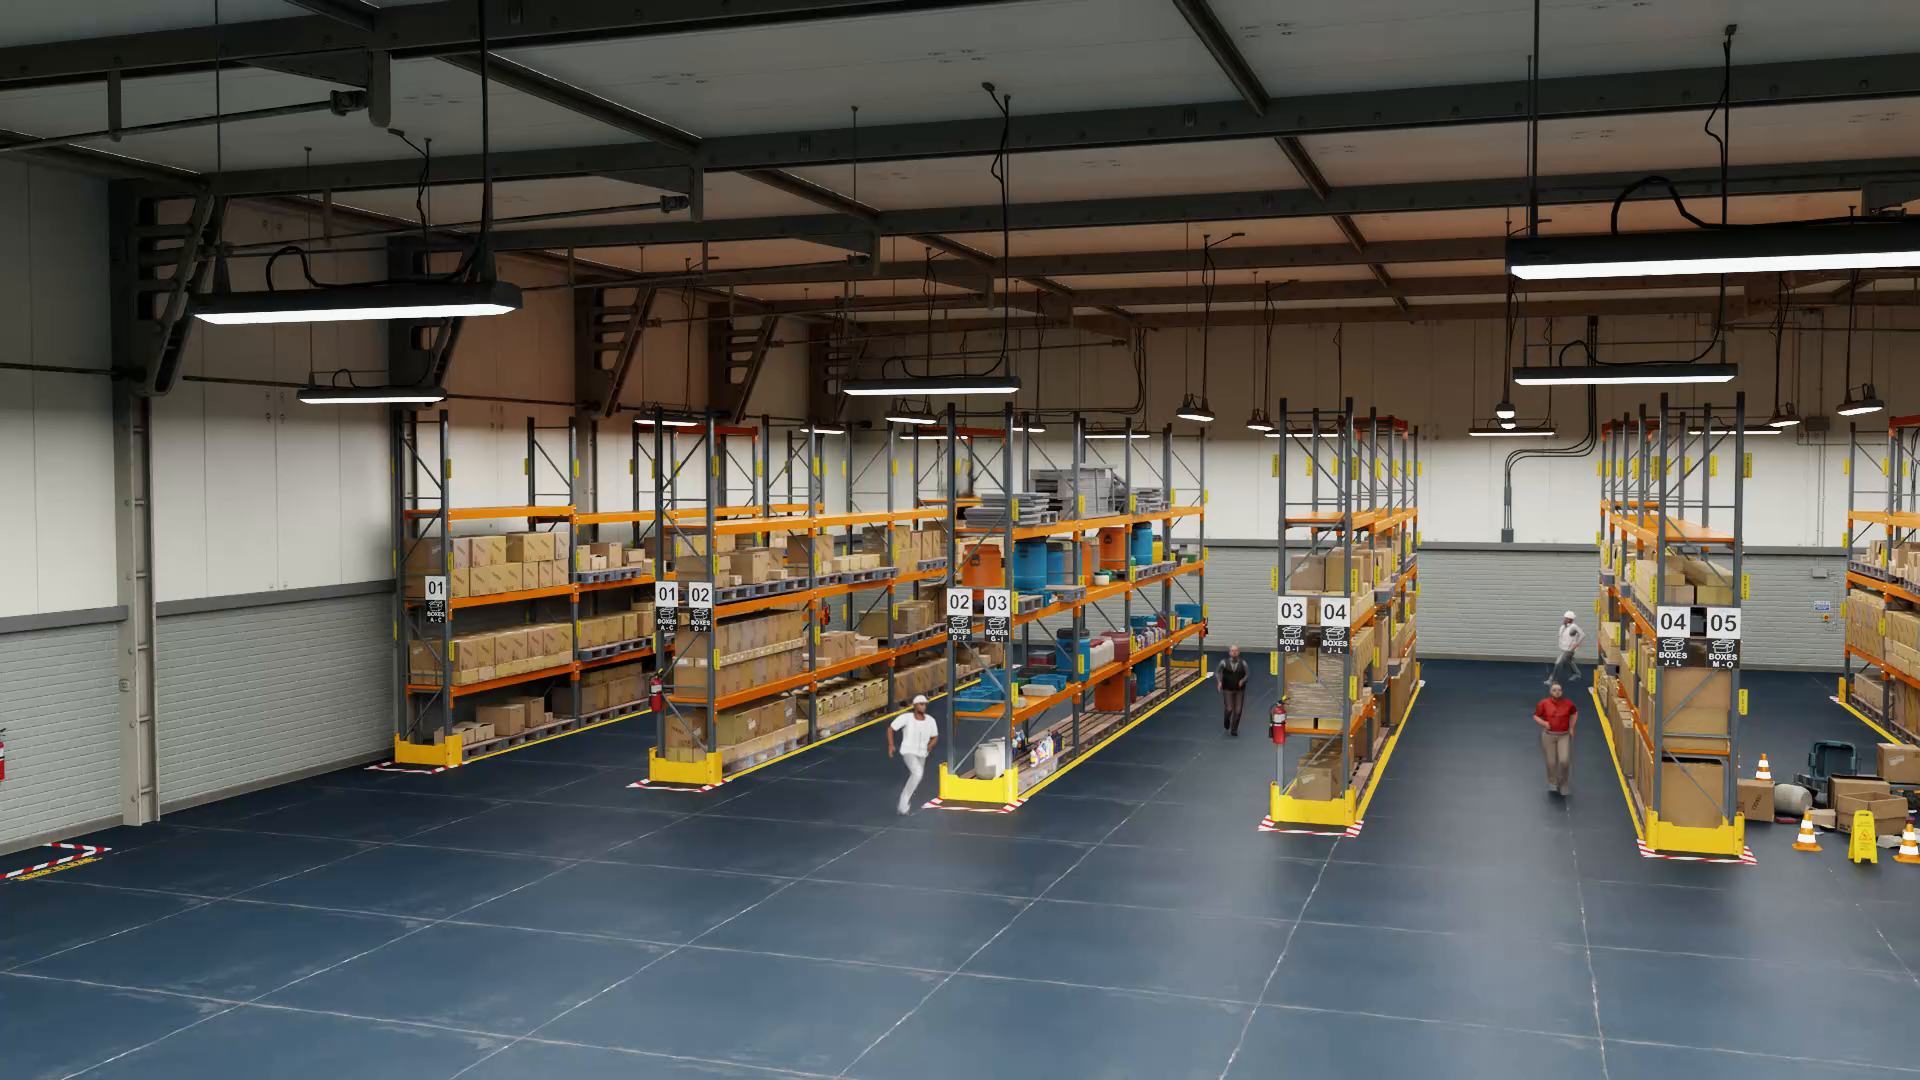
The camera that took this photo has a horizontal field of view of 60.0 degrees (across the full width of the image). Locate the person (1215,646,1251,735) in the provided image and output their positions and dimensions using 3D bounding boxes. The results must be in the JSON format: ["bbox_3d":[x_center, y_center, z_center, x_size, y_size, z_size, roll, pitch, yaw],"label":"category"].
[{"bbox_3d":[5.121,2.827,31.145,0.652,1.678,0.569,0,2,4],"label":"person"}]

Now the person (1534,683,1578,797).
[{"bbox_3d":[9.126,3.067,25.472,0.649,1.745,0.711,1,3,18],"label":"person"}]

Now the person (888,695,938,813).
[{"bbox_3d":[-0.627,3.102,24.034,0.721,1.700,0.650,-1,3,-29],"label":"person"}]

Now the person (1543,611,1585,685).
[{"bbox_3d":[14.010,2.496,38.331,0.970,1.739,0.759,0,2,-10],"label":"person"}]
